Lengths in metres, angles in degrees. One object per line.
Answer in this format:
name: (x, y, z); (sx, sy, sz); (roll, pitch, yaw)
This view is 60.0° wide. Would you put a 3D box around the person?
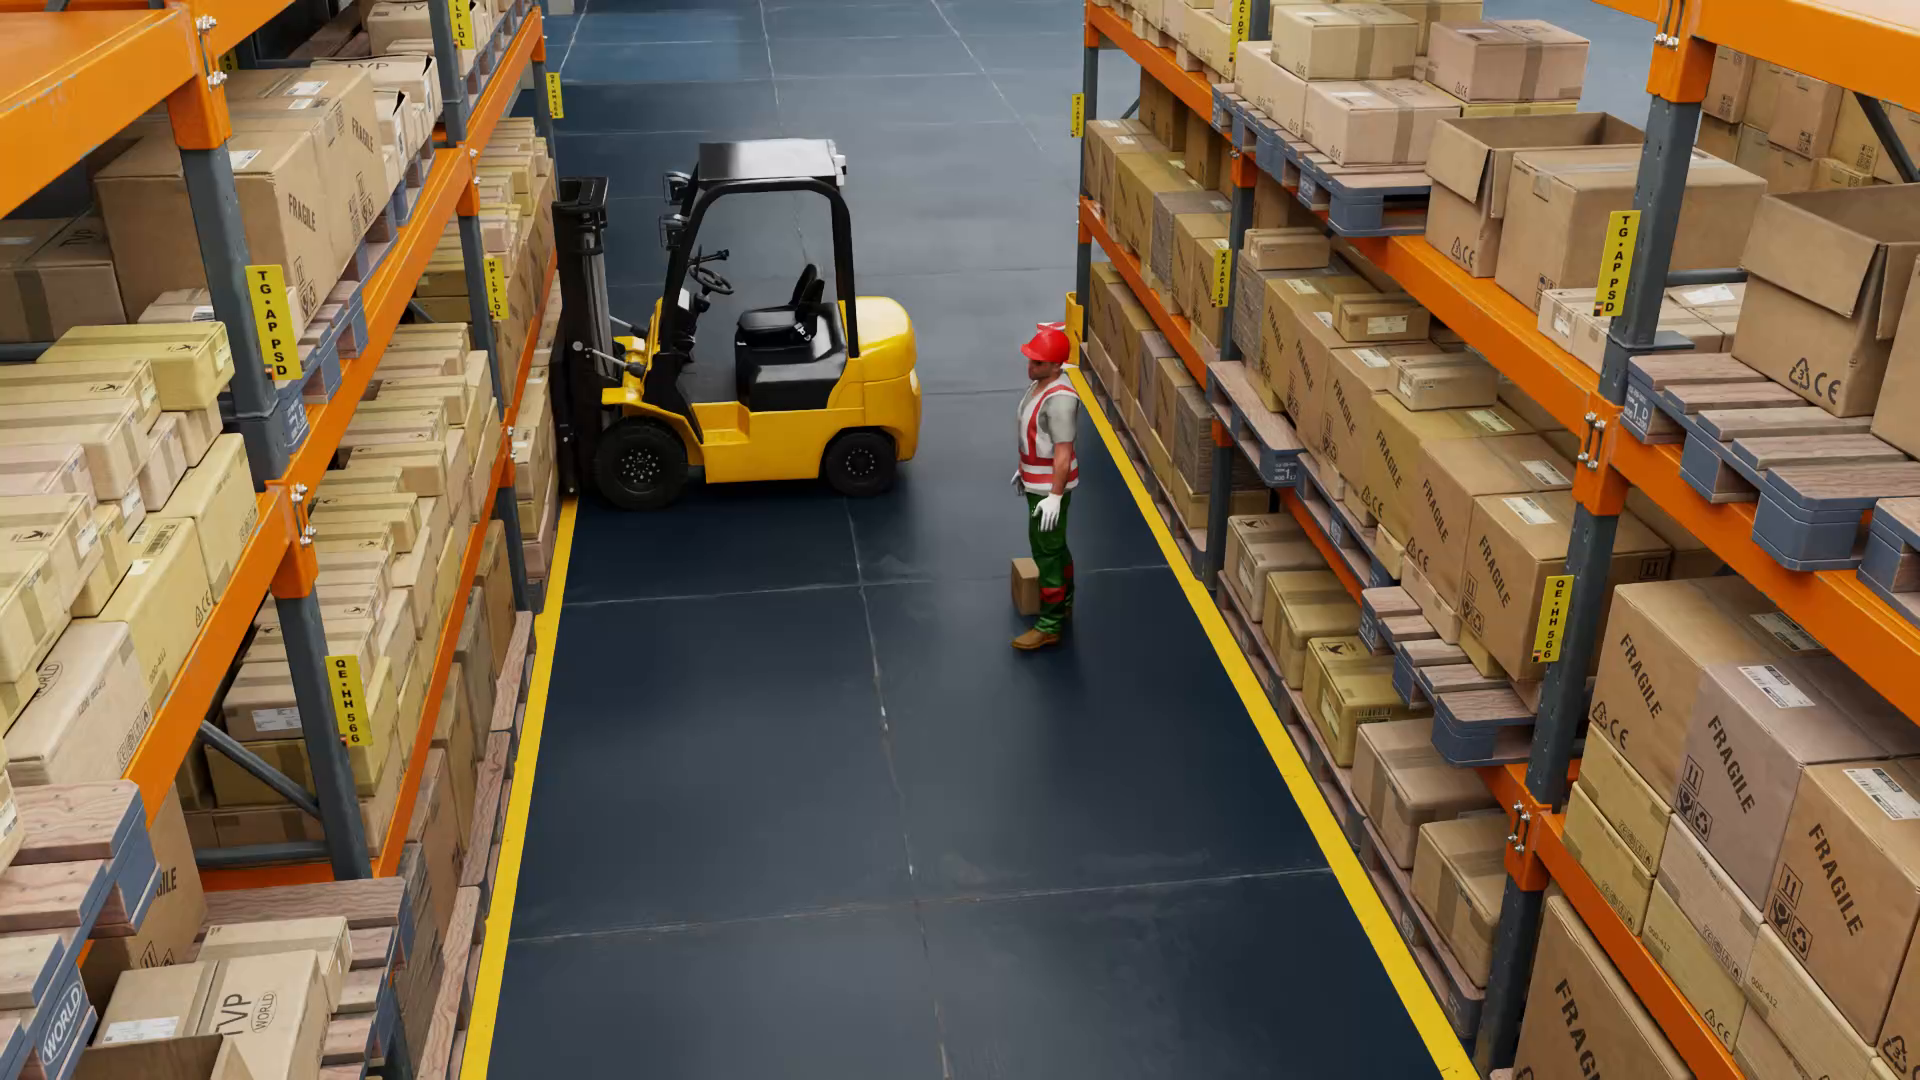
person: (0.466, -0.300, 9.113); (0.420, 1.788, 0.661); (-3, 27, -6)
